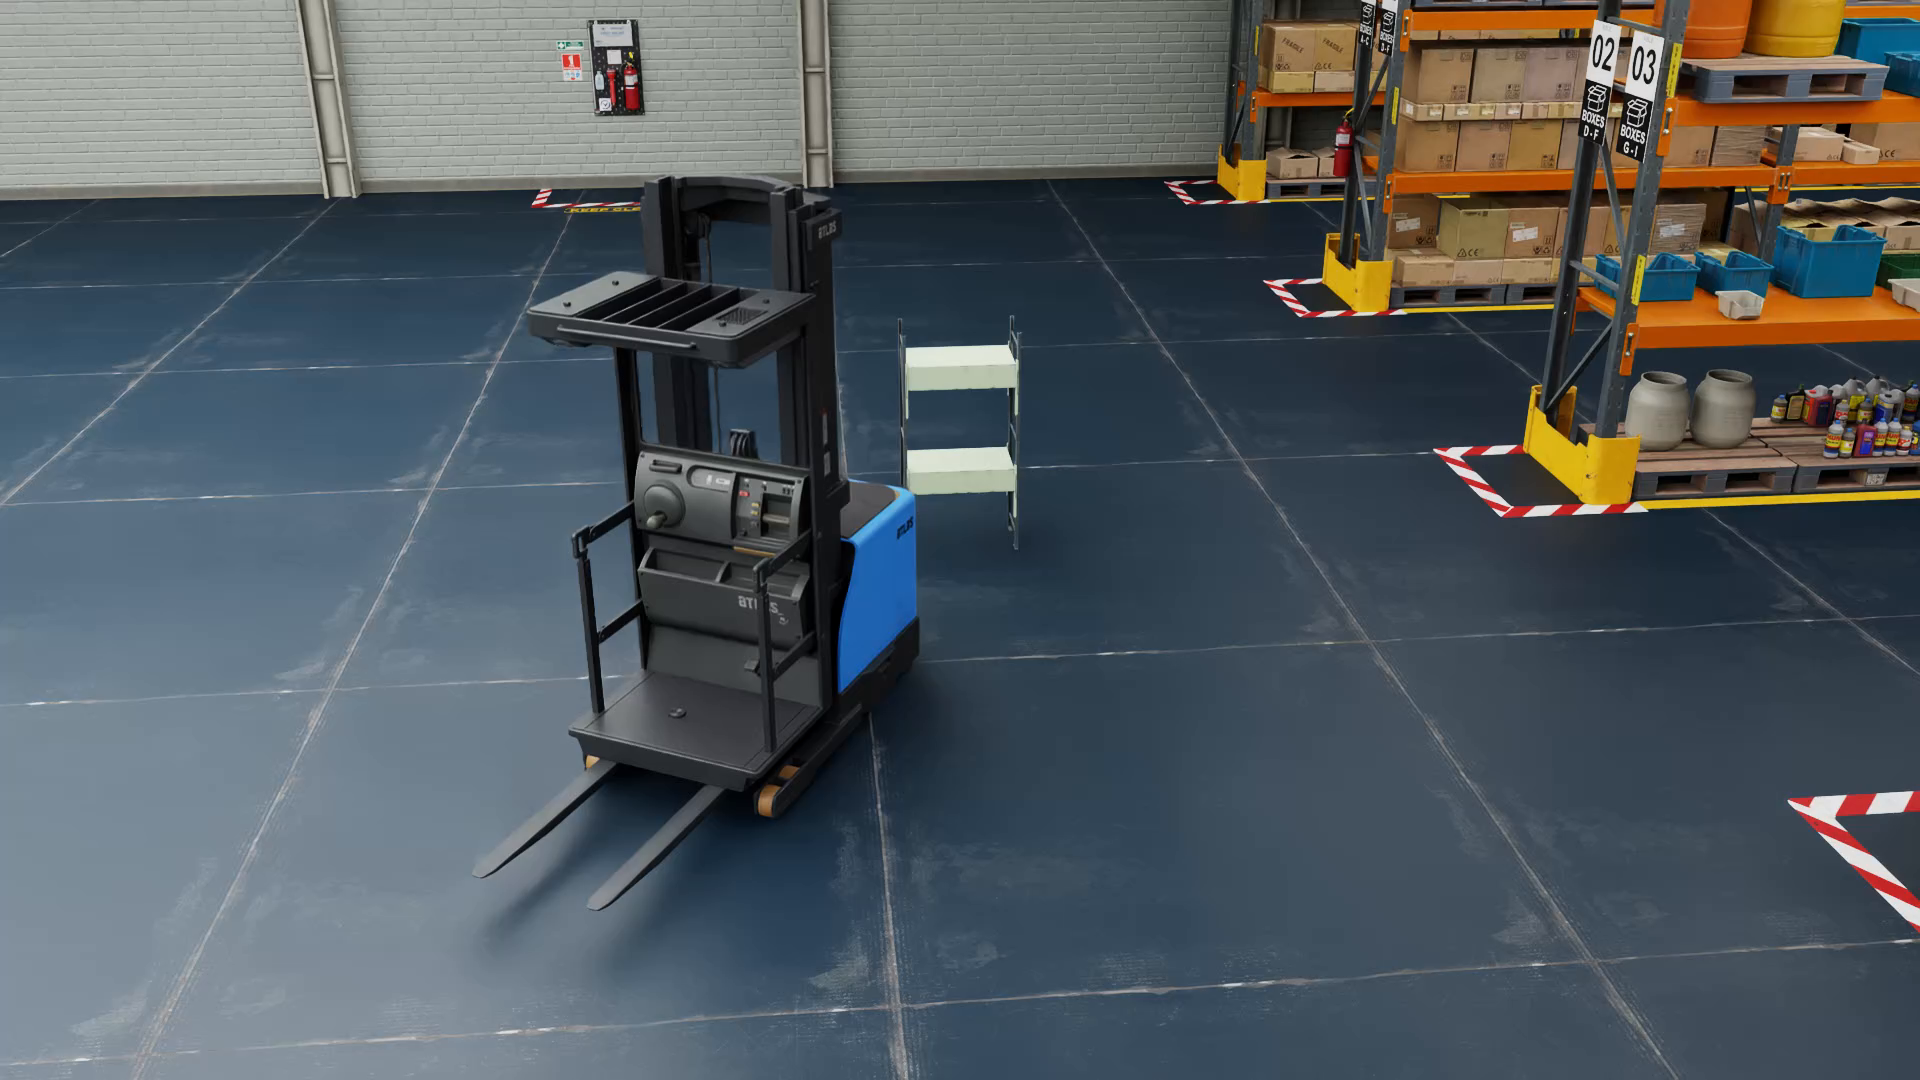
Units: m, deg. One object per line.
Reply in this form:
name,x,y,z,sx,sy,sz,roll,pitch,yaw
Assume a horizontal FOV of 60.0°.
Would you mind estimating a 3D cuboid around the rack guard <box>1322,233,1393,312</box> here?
rack guard,3.983,-2.695,16.698,0.348,0.500,1.175,-2,24,-5

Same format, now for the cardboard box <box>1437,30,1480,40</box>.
cardboard box,6.058,-6.101,20.521,0.500,0.500,0.500,-3,24,-7

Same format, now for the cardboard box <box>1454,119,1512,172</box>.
cardboard box,4.994,-3.920,16.254,0.500,0.500,0.700,-2,24,-4

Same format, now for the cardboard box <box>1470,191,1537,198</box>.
cardboard box,5.505,-3.304,16.935,0.500,0.500,0.500,-2,24,-5

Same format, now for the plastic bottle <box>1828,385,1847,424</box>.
plastic bottle,6.666,-1.047,12.725,0.135,0.276,0.152,-3,24,-7

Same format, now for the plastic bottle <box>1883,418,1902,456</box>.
plastic bottle,6.765,-0.754,12.071,0.097,0.271,0.097,0,24,0

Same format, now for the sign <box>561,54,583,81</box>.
sign,-4.867,-5.931,20.857,0.234,0.329,0.001,-2,24,-5

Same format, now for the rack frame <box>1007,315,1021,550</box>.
rack frame,0.358,-0.700,10.978,0.023,1.500,0.400,-2,24,-5

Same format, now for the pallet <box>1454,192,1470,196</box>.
pallet,6.832,-4.685,21.530,1.213,0.211,1.003,-2,24,-5

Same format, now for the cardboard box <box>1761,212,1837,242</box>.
cardboard box,8.423,-3.105,16.721,0.500,0.311,0.500,-2,24,-5

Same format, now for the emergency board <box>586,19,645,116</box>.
emergency board,-4.307,-5.895,20.820,0.643,1.169,0.194,-2,24,-5

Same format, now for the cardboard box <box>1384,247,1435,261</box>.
cardboard box,4.511,-2.914,16.982,0.500,0.250,0.500,-2,24,-5

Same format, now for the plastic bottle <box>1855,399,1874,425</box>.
plastic bottle,6.886,-0.974,12.653,0.097,0.201,0.097,0,24,0

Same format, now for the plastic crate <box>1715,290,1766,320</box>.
plastic crate,5.412,-1.621,11.529,0.250,0.136,0.298,-2,24,-5

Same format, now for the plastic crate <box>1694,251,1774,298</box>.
plastic crate,5.605,-1.932,12.088,0.408,0.251,0.499,-2,24,-5

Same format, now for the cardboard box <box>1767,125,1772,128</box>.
cardboard box,10.192,-5.514,21.575,0.500,0.250,0.500,-2,24,-4

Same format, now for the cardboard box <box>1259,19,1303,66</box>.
cardboard box,3.964,-6.228,20.806,0.500,0.500,0.500,-3,24,-6

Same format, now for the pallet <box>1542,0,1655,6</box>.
pallet,5.929,-5.236,15.753,1.213,0.211,1.003,-2,24,-5

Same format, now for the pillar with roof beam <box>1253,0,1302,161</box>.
pillar with roof beam,4.551,-7.219,16.413,0.400,9.000,9.100,-2,24,-5

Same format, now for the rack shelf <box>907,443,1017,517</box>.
rack shelf,-0.007,-0.387,11.077,0.720,0.370,0.431,-2,24,-5

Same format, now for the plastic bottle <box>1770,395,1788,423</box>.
plastic bottle,6.274,-1.009,12.730,0.097,0.201,0.097,0,24,0

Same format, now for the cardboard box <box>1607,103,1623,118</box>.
cardboard box,6.210,-4.181,16.041,0.250,0.149,0.380,-2,24,-3

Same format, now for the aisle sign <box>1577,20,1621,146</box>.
aisle sign,4.389,-3.141,11.423,0.004,0.787,0.394,-2,24,-5

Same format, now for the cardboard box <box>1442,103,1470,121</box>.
cardboard box,4.681,-4.120,15.906,0.250,0.149,0.380,-3,24,-7

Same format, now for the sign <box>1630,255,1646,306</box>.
sign,4.539,-1.740,11.130,0.005,0.325,0.100,-2,24,-5

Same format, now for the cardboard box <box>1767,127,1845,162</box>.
cardboard box,8.473,-3.967,16.666,0.500,0.250,0.500,-1,24,-2

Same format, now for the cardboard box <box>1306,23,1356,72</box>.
cardboard box,4.513,-6.037,20.375,0.500,0.500,0.500,-2,24,-5

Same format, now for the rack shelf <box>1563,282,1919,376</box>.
rack shelf,6.480,-1.587,12.013,4.000,0.370,1.077,-2,24,-5

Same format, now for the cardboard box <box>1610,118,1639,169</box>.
cardboard box,6.522,-3.981,16.391,0.500,0.500,0.700,-2,24,-4

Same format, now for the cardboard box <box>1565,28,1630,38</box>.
cardboard box,8.006,-6.253,20.961,0.500,0.500,0.700,-2,24,-5

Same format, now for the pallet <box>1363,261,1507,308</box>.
pallet,4.763,-2.611,16.865,1.213,0.211,1.003,-2,24,-5

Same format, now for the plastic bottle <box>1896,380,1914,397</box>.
plastic bottle,7.270,-1.093,12.820,0.133,0.283,0.061,-1,24,-3

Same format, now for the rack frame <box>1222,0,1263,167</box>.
rack frame,3.516,-5.840,20.696,0.127,3.000,1.000,-2,24,-5

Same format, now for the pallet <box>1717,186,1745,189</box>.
pallet,9.488,-4.807,21.806,1.213,0.211,1.003,-2,24,-5

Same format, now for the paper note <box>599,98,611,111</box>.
paper note,-4.490,-5.513,21.046,0.142,0.148,0.016,-2,24,-5

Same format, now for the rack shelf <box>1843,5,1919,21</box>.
rack shelf,9.977,-5.120,16.268,4.000,0.370,1.077,-2,24,-5

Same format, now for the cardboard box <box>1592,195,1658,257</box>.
cardboard box,6.551,-3.132,16.549,0.500,0.500,0.500,-2,24,-5

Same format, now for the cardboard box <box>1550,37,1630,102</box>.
cardboard box,6.048,-4.556,16.087,0.500,0.500,0.700,-2,24,-5

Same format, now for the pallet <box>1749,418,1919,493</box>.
pallet,6.581,-0.661,12.478,1.213,0.211,1.003,-2,24,-5

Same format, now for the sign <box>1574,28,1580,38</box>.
sign,7.557,-6.176,20.387,0.005,0.325,0.100,-2,24,-5

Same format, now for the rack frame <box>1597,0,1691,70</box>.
rack frame,4.490,-4.577,10.469,0.127,3.000,1.000,-2,24,-5

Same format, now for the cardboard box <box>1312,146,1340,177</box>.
cardboard box,4.781,-4.827,21.185,0.500,0.311,0.500,0,24,-1

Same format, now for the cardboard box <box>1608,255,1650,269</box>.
cardboard box,6.552,-2.784,16.690,0.500,0.250,0.500,-2,24,-5

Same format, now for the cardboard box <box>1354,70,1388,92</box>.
cardboard box,5.056,-5.716,20.578,0.500,0.250,0.500,-3,24,-6

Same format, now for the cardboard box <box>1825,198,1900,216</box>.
cardboard box,9.376,-3.364,17.303,0.500,0.311,0.500,-2,24,-5

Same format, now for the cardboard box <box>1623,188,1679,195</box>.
cardboard box,6.998,-3.361,17.063,0.500,0.500,0.500,-2,24,-5

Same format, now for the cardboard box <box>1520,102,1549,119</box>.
cardboard box,5.445,-4.151,15.974,0.250,0.149,0.380,-3,24,-7

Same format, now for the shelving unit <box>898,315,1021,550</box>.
shelving unit,-0.007,-0.685,10.945,0.755,1.500,0.431,-2,24,-5

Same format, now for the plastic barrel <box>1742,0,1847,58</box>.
plastic barrel,5.612,-3.581,11.172,0.600,0.588,0.600,0,24,0

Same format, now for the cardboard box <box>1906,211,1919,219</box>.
cardboard box,9.953,-3.167,16.860,0.500,0.311,0.500,-2,24,-4

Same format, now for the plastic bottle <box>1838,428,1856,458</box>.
plastic bottle,6.427,-0.709,12.055,0.097,0.201,0.097,0,24,0

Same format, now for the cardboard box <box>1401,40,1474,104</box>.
cardboard box,4.525,-4.492,15.943,0.500,0.500,0.700,-2,24,-5

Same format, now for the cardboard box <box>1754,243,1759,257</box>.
cardboard box,8.413,-2.849,16.835,0.500,0.250,0.500,-3,24,-6

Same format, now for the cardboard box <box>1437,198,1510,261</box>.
cardboard box,5.059,-3.068,16.405,0.500,0.500,0.500,-2,24,-5

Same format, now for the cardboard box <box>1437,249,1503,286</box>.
cardboard box,5.059,-2.726,16.559,0.500,0.250,0.500,-2,24,-5

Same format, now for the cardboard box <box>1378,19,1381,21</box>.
cardboard box,5.481,-6.287,20.938,0.500,0.500,0.500,-2,24,-4

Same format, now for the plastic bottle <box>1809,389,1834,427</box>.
plastic bottle,6.539,-1.002,12.614,0.133,0.283,0.061,-2,24,-5

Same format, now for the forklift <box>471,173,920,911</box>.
forklift,-1.272,-0.166,8.016,1.130,2.935,3.031,10,26,21
